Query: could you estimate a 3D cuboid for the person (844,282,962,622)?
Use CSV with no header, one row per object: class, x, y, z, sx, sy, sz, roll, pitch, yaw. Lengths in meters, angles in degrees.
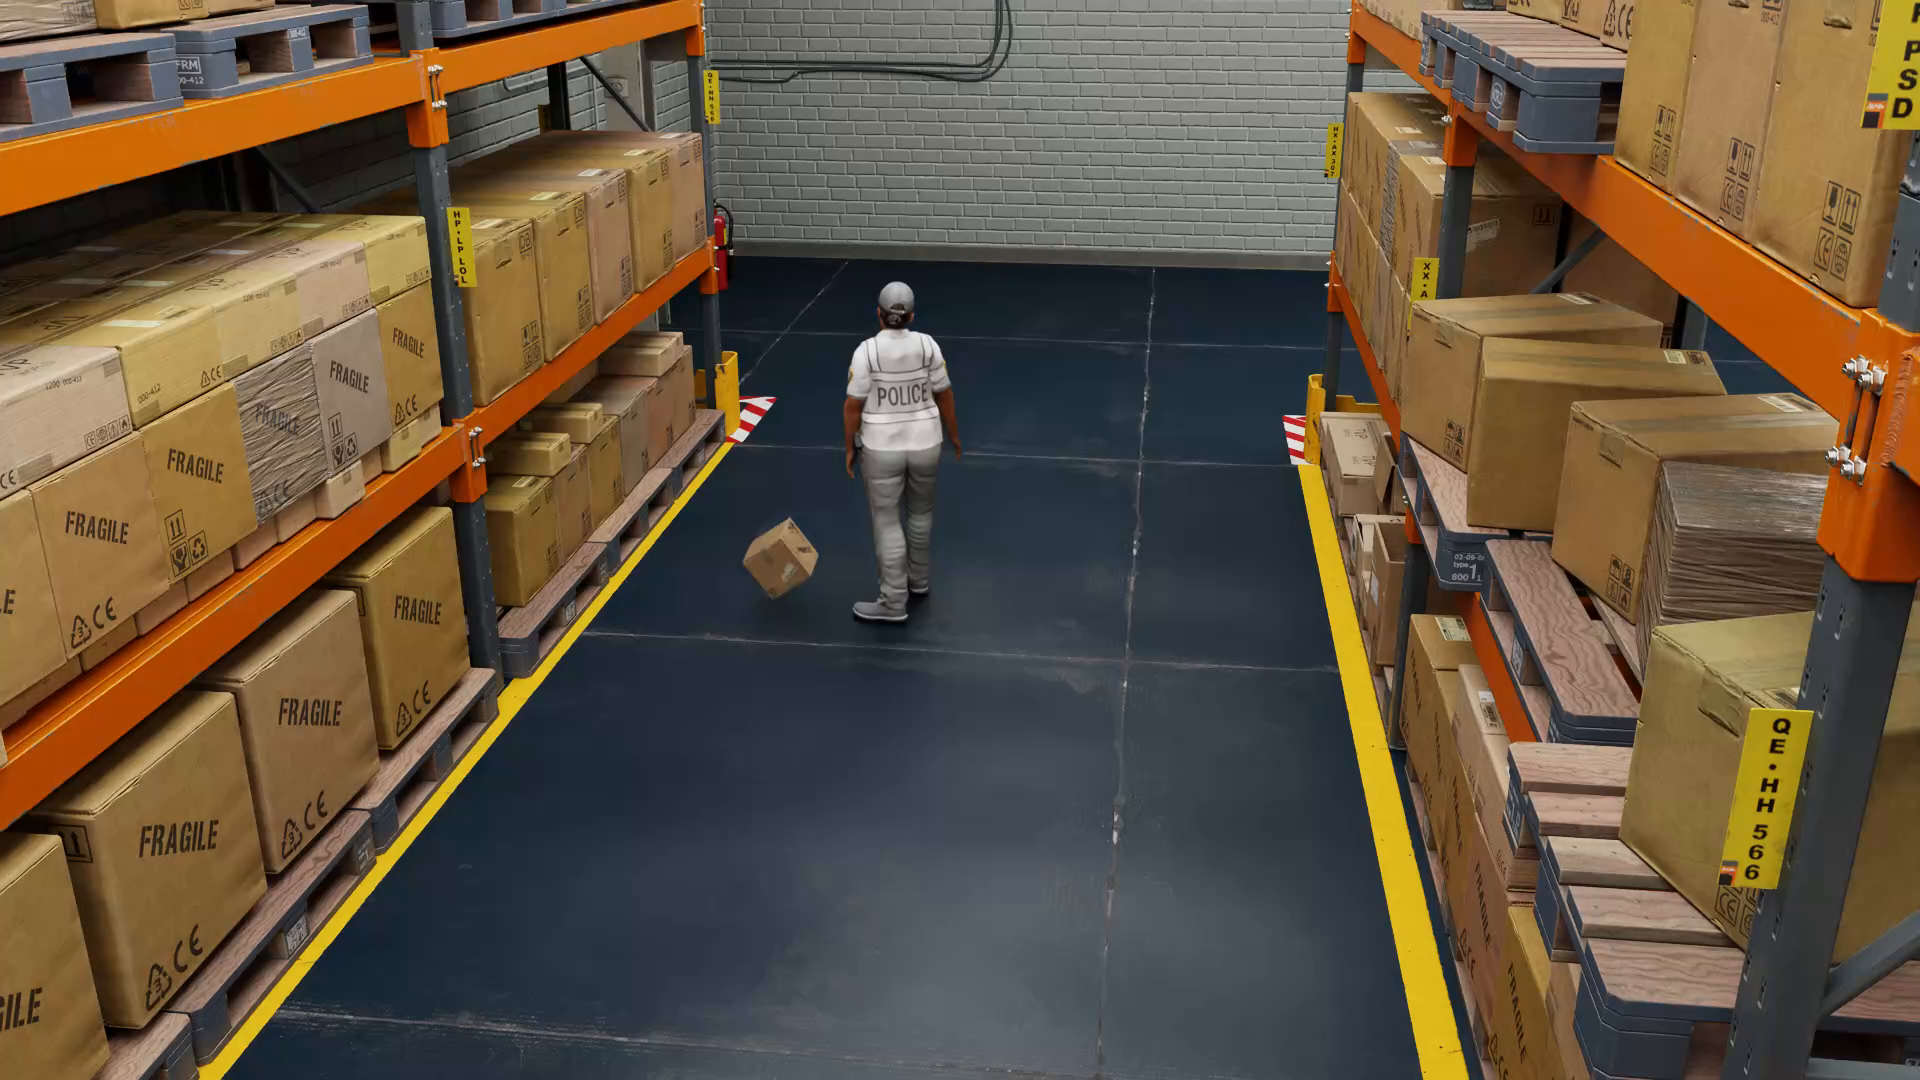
person,-0.285,-0.471,8.250,0.629,1.651,0.616,-9,23,-21
